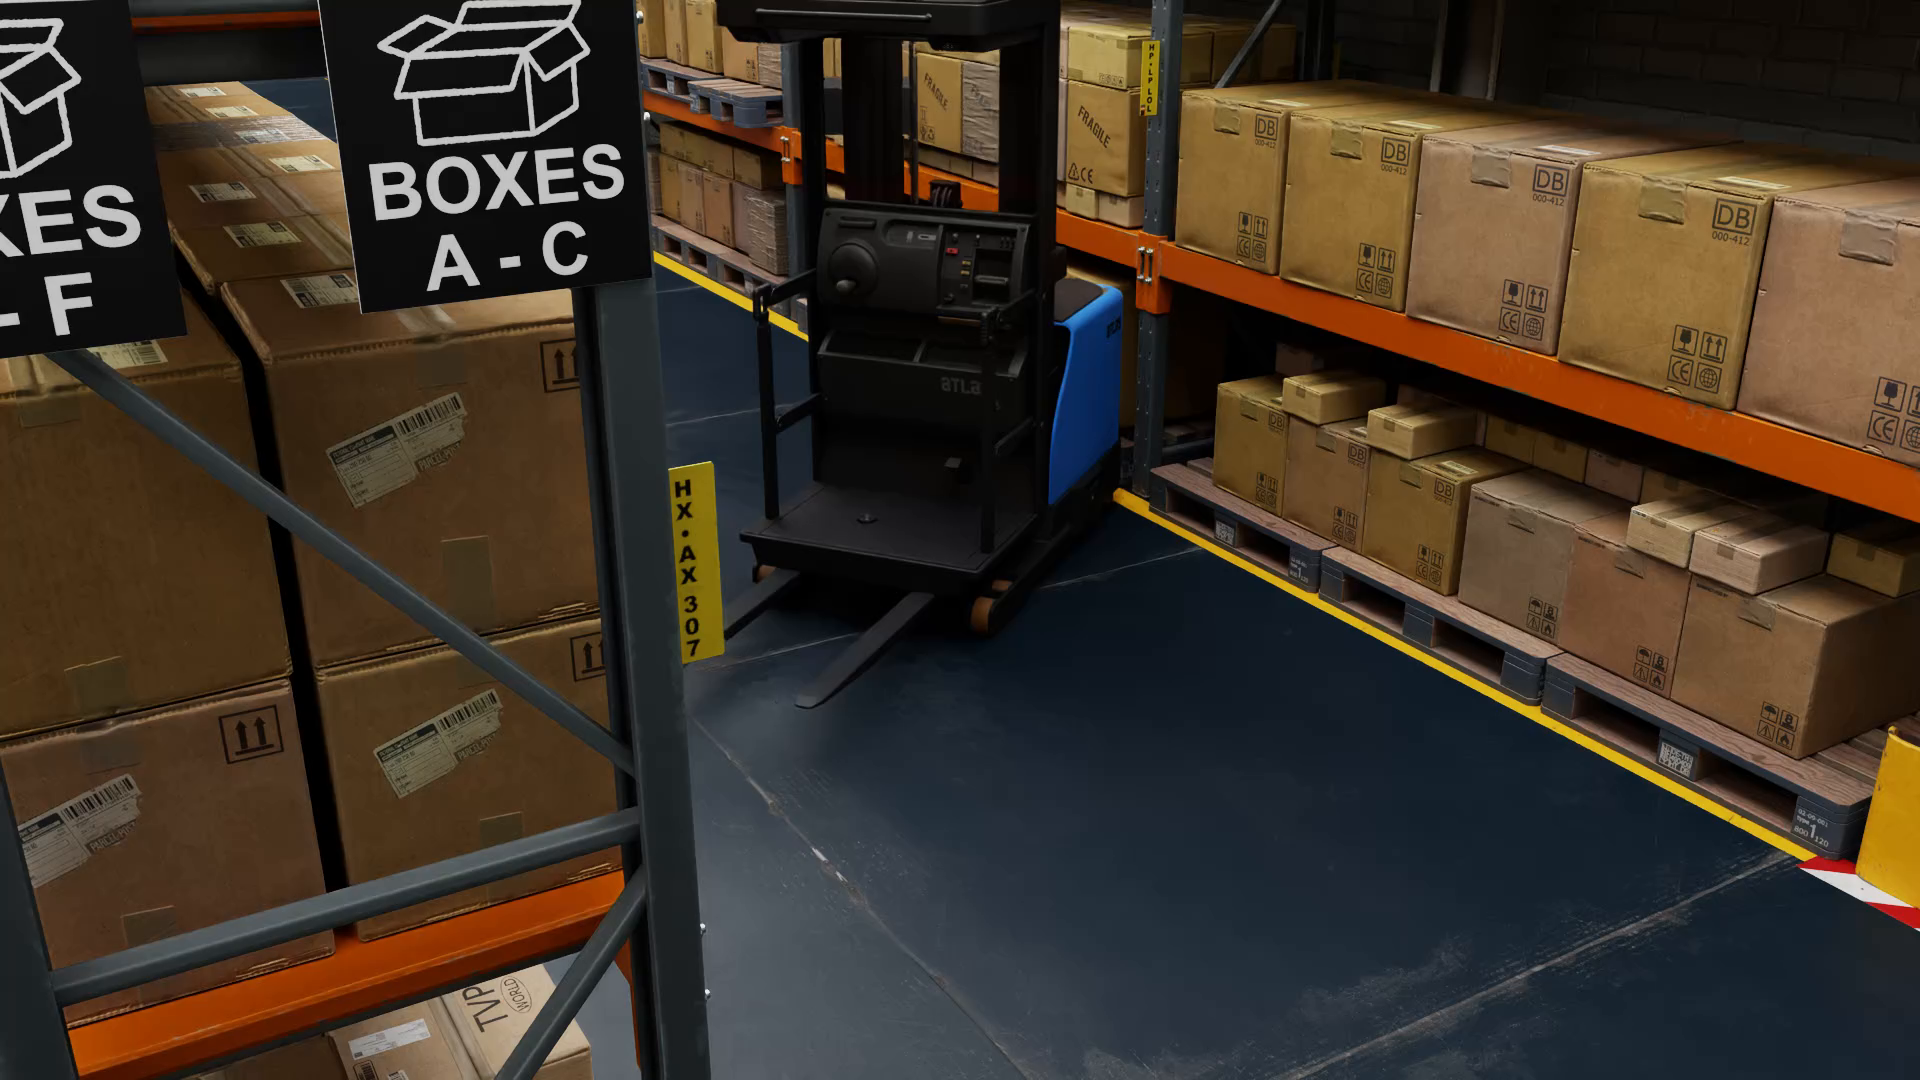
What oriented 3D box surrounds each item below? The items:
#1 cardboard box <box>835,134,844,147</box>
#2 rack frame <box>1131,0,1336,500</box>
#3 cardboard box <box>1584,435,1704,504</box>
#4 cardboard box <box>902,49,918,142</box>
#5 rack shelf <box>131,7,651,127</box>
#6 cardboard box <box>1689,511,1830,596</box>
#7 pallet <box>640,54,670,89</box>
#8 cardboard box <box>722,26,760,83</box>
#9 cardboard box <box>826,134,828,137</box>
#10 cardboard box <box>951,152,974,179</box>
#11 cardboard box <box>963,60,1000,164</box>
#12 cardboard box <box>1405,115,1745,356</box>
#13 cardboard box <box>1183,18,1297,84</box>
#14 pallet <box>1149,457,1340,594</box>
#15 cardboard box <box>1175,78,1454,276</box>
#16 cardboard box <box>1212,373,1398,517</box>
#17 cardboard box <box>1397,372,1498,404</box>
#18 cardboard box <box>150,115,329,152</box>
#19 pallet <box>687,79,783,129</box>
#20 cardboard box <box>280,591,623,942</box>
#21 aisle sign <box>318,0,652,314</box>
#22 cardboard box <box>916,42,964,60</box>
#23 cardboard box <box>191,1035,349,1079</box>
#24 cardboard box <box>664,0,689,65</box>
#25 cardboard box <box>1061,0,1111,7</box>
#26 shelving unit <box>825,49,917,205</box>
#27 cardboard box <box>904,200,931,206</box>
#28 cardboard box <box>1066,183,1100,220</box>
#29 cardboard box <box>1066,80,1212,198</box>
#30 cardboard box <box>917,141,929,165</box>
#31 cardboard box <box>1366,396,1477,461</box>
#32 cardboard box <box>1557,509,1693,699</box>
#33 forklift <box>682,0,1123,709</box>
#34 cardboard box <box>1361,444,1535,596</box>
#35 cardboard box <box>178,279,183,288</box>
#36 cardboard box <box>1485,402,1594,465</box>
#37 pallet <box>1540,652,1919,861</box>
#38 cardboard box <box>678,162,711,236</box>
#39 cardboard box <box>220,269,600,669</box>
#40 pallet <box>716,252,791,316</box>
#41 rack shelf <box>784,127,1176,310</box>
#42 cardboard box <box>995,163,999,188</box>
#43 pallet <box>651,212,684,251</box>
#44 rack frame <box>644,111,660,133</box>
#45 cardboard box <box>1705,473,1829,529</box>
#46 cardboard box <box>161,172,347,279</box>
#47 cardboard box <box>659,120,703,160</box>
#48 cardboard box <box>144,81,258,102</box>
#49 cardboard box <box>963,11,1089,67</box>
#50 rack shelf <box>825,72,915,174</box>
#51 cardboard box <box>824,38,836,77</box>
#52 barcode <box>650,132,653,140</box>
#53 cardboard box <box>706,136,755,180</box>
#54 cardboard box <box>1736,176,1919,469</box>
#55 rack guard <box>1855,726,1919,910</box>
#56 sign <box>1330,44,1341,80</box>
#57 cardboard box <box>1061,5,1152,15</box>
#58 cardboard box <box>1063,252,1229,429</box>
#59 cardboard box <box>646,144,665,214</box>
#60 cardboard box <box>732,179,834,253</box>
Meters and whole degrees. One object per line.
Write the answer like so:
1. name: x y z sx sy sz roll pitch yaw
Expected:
1. cardboard box: -0.564 -2.554 10.419 0.380 0.149 0.250 -12 25 -27
2. rack frame: 1.326 -1.703 8.018 1.000 3.000 0.127 -13 25 -28
3. cardboard box: 2.644 -0.278 6.412 0.380 0.149 0.250 -12 25 -27
4. cardboard box: -0.177 -2.653 9.800 0.500 0.500 0.500 -13 25 -28
5. rack shelf: -1.909 -1.158 3.649 1.077 0.370 4.000 -13 25 -28
6. cardboard box: 2.704 0.041 5.628 0.380 0.149 0.250 -13 25 -29
7. pallet: -2.495 -3.929 13.748 1.003 0.211 1.213 -13 25 -28
8. cardboard box: -1.274 -3.574 11.904 0.700 0.500 0.500 -15 27 -33
9. cardboard box: -0.748 -2.740 10.876 0.380 0.149 0.250 -13 26 -29
10. cardboard box: 0.173 -2.159 9.447 0.380 0.149 0.250 -12 25 -27
11. cardboard box: 0.355 -2.325 8.994 0.500 0.500 0.500 -13 25 -28
12. cardboard box: 2.338 -1.193 6.364 0.980 0.700 0.700 -14 26 -31
13. cardboard box: 1.315 -2.443 8.288 0.500 0.250 0.500 -12 25 -27
14. pallet: 1.648 -0.150 7.901 1.003 0.211 1.213 -13 25 -28
15. cardboard box: 1.589 -1.664 7.522 0.980 0.700 0.700 -12 25 -27
16. cardboard box: 1.620 -0.478 7.766 0.700 0.500 0.500 -12 25 -28
17. cardboard box: 2.123 -0.608 7.225 0.380 0.149 0.250 -14 26 -30
18. cardboard box: -1.928 -0.816 4.376 0.500 0.500 0.500 -12 25 -28
19. pallet: -1.173 -3.120 11.757 1.213 0.211 1.003 -13 25 -28
20. cardboard box: -0.887 0.305 2.945 0.500 0.500 0.500 -12 25 -27
21. aisle sign: -0.600 -0.693 2.081 0.394 0.787 0.004 -13 25 -28
22. cardboard box: 0.094 -2.843 9.273 0.500 0.250 0.500 -13 26 -29
23. cardboard box: -1.377 1.371 3.190 0.500 0.500 0.500 -13 25 -28
24. cardboard box: -1.887 -3.982 12.909 0.700 0.500 0.500 -9 24 -21
25. cardboard box: 0.519 -2.942 9.516 0.500 0.250 0.500 -13 26 -29
26. shelving unit: -0.475 -1.390 8.439 0.503 2.100 0.431 -1 22 -4
27. cardboard box: -0.012 -1.649 10.181 0.750 0.750 0.750 -13 25 -28
28. cardboard box: 0.761 -1.728 8.387 0.380 0.149 0.250 -12 25 -27
29. cardboard box: 0.874 -1.998 8.188 0.500 0.500 0.500 -13 26 -29
30. cardboard box: -0.067 -2.329 9.864 0.380 0.149 0.250 -12 25 -27
31. cardboard box: 1.905 -0.464 6.869 0.380 0.149 0.250 -13 26 -30
32. cardboard box: 2.670 0.186 6.133 0.700 0.500 0.500 -13 25 -28
33. forklift: -0.242 -1.141 6.725 1.130 2.935 3.031 9 24 21
34. cardboard box: 2.134 -0.148 6.955 0.700 0.500 0.500 -12 25 -27
35. cardboard box: -1.610 -0.219 2.905 0.500 0.500 0.500 -12 25 -27
36. cardboard box: 2.384 -0.443 6.818 0.380 0.149 0.250 -13 26 -29
37. pallet: 2.894 0.640 5.958 1.003 0.211 1.213 -13 25 -28
38. cardboard box: -1.837 -2.773 13.386 0.700 0.500 0.500 -12 25 -28
39. cardboard box: -0.887 -0.158 2.757 0.500 0.500 0.500 -12 25 -27
40. pallet: -1.115 -1.960 12.352 1.003 0.211 1.213 -13 25 -28
41. rack shelf: 0.305 -2.017 9.747 1.077 0.370 4.000 -13 25 -28
42. cardboard box: 0.414 -1.987 9.023 0.380 0.149 0.250 -13 25 -28
43. pallet: -2.361 -2.749 14.296 1.003 0.211 1.213 -13 25 -28
44. rack frame: -2.760 -4.293 14.390 1.000 3.000 0.127 -13 25 -28
45. cardboard box: 2.902 -0.115 6.011 0.380 0.149 0.250 -13 25 -28
46. cardboard box: -1.412 -0.489 3.570 0.500 0.500 0.500 -12 25 -28
47. cardboard box: -2.142 -3.309 13.709 0.500 0.250 0.500 -13 26 -29
48. cardboard box: -2.449 -1.145 5.184 0.500 0.500 0.500 -12 25 -28
49. cardboard box: 0.354 -2.679 8.868 0.500 0.250 0.500 -12 25 -27
50. rack shelf: -0.471 -2.026 8.180 0.480 0.518 0.431 -1 22 -4
51. cardboard box: -0.689 -2.985 10.618 0.500 0.500 0.500 -12 25 -27
52. barcode: -2.830 -3.708 15.261 0.001 0.075 0.075 -13 25 -28
53. cardboard box: -1.634 -2.977 12.890 0.500 0.250 0.500 -13 25 -28
54. cardboard box: 3.101 -0.711 5.178 0.980 0.700 0.700 -11 25 -26
55. rack guard: 3.382 0.757 5.284 1.175 0.500 0.348 -13 25 -28
56. sign: 1.803 -2.248 8.104 0.100 0.325 0.005 -13 25 -28
57. cardboard box: 0.782 -2.773 9.099 0.500 0.250 0.500 -14 26 -30
58. cardboard box: 0.883 -1.087 8.800 0.750 0.750 0.750 -12 25 -28
59. cardboard box: -2.370 -3.104 14.199 0.700 0.500 0.500 -12 25 -26
60. cardboard box: -1.293 -2.456 12.606 0.700 0.500 0.500 -13 25 -28
